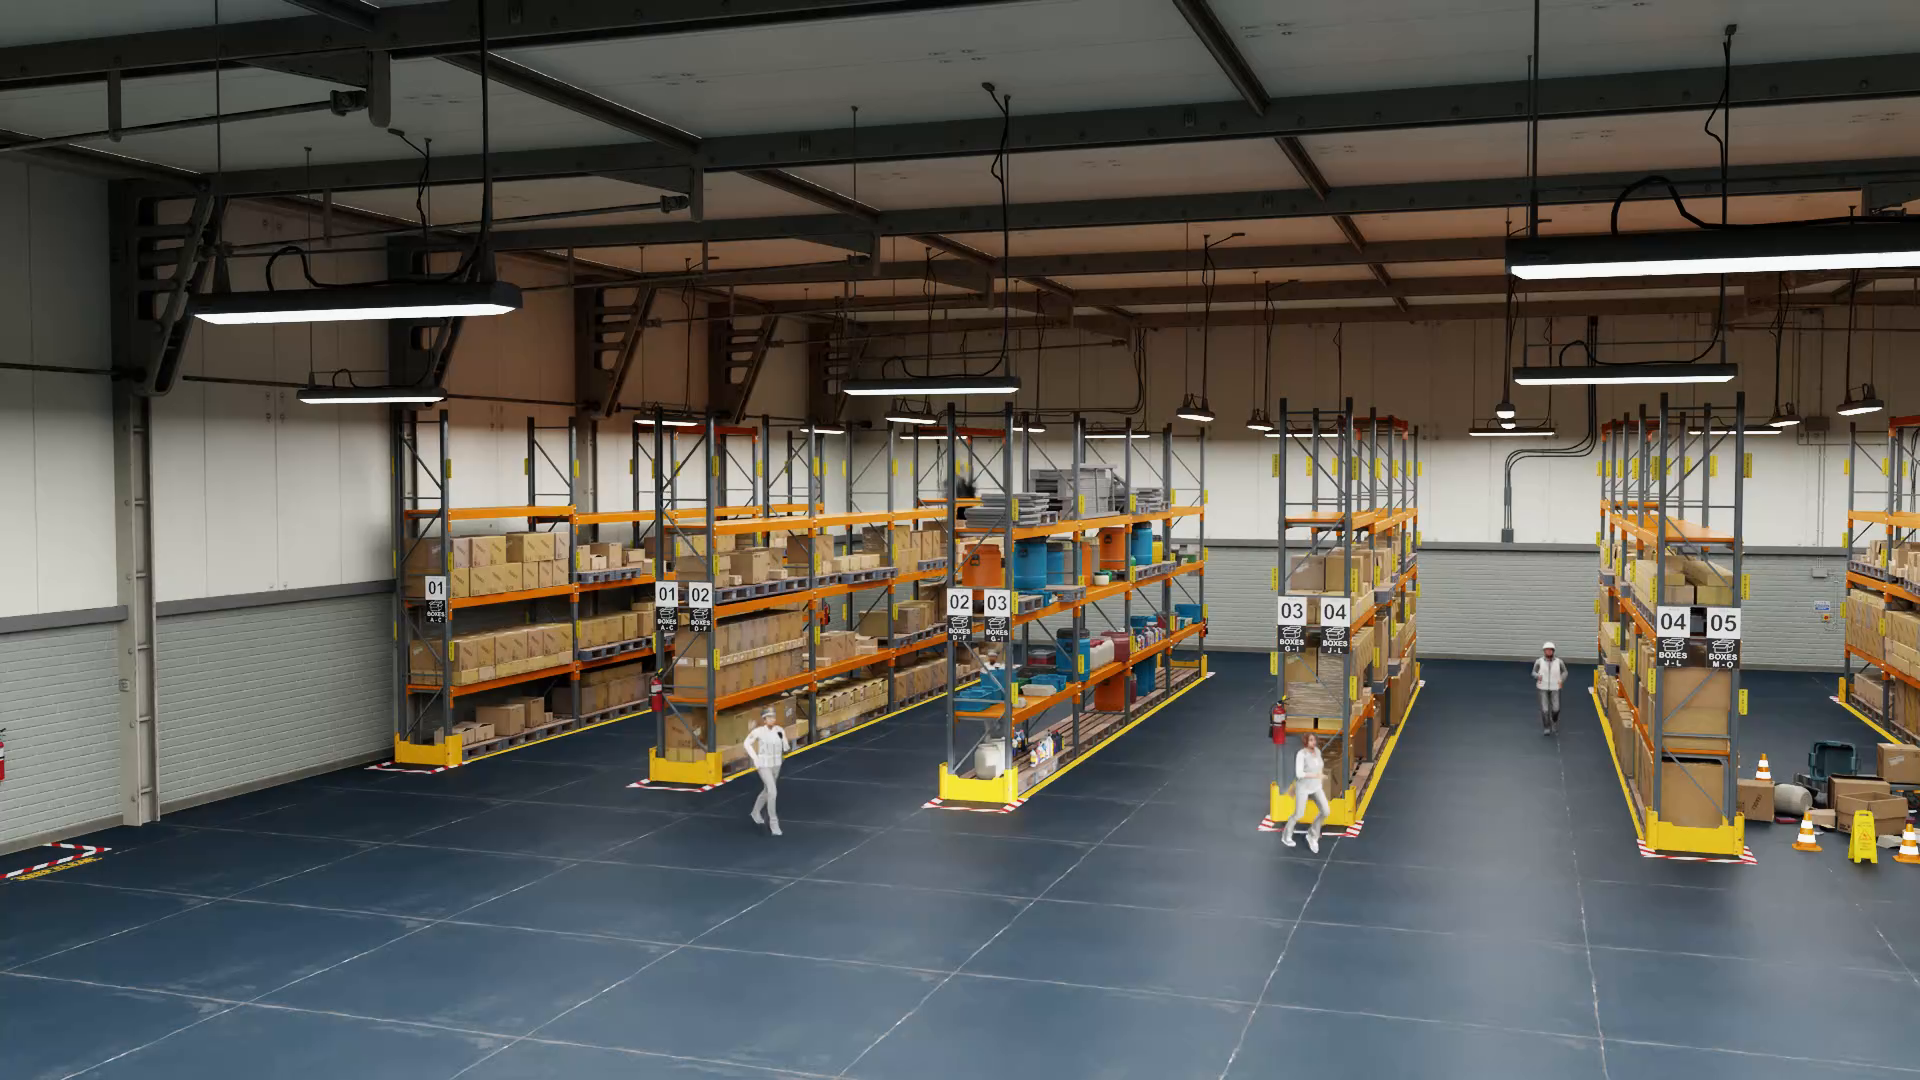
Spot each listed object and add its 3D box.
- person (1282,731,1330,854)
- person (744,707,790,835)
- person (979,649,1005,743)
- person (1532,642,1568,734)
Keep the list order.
[{"bbox_3d":[4.548,3.269,21.643,0.551,1.587,0.809,-1,3,-26],"label":"person"},{"bbox_3d":[-2.638,3.174,23.051,0.585,1.751,0.774,-2,3,-41],"label":"person"},{"bbox_3d":[0.609,2.837,30.761,0.579,1.677,0.746,1,3,14],"label":"person"},{"bbox_3d":[11.048,2.788,31.153,0.648,1.727,0.590,1,3,19],"label":"person"}]
